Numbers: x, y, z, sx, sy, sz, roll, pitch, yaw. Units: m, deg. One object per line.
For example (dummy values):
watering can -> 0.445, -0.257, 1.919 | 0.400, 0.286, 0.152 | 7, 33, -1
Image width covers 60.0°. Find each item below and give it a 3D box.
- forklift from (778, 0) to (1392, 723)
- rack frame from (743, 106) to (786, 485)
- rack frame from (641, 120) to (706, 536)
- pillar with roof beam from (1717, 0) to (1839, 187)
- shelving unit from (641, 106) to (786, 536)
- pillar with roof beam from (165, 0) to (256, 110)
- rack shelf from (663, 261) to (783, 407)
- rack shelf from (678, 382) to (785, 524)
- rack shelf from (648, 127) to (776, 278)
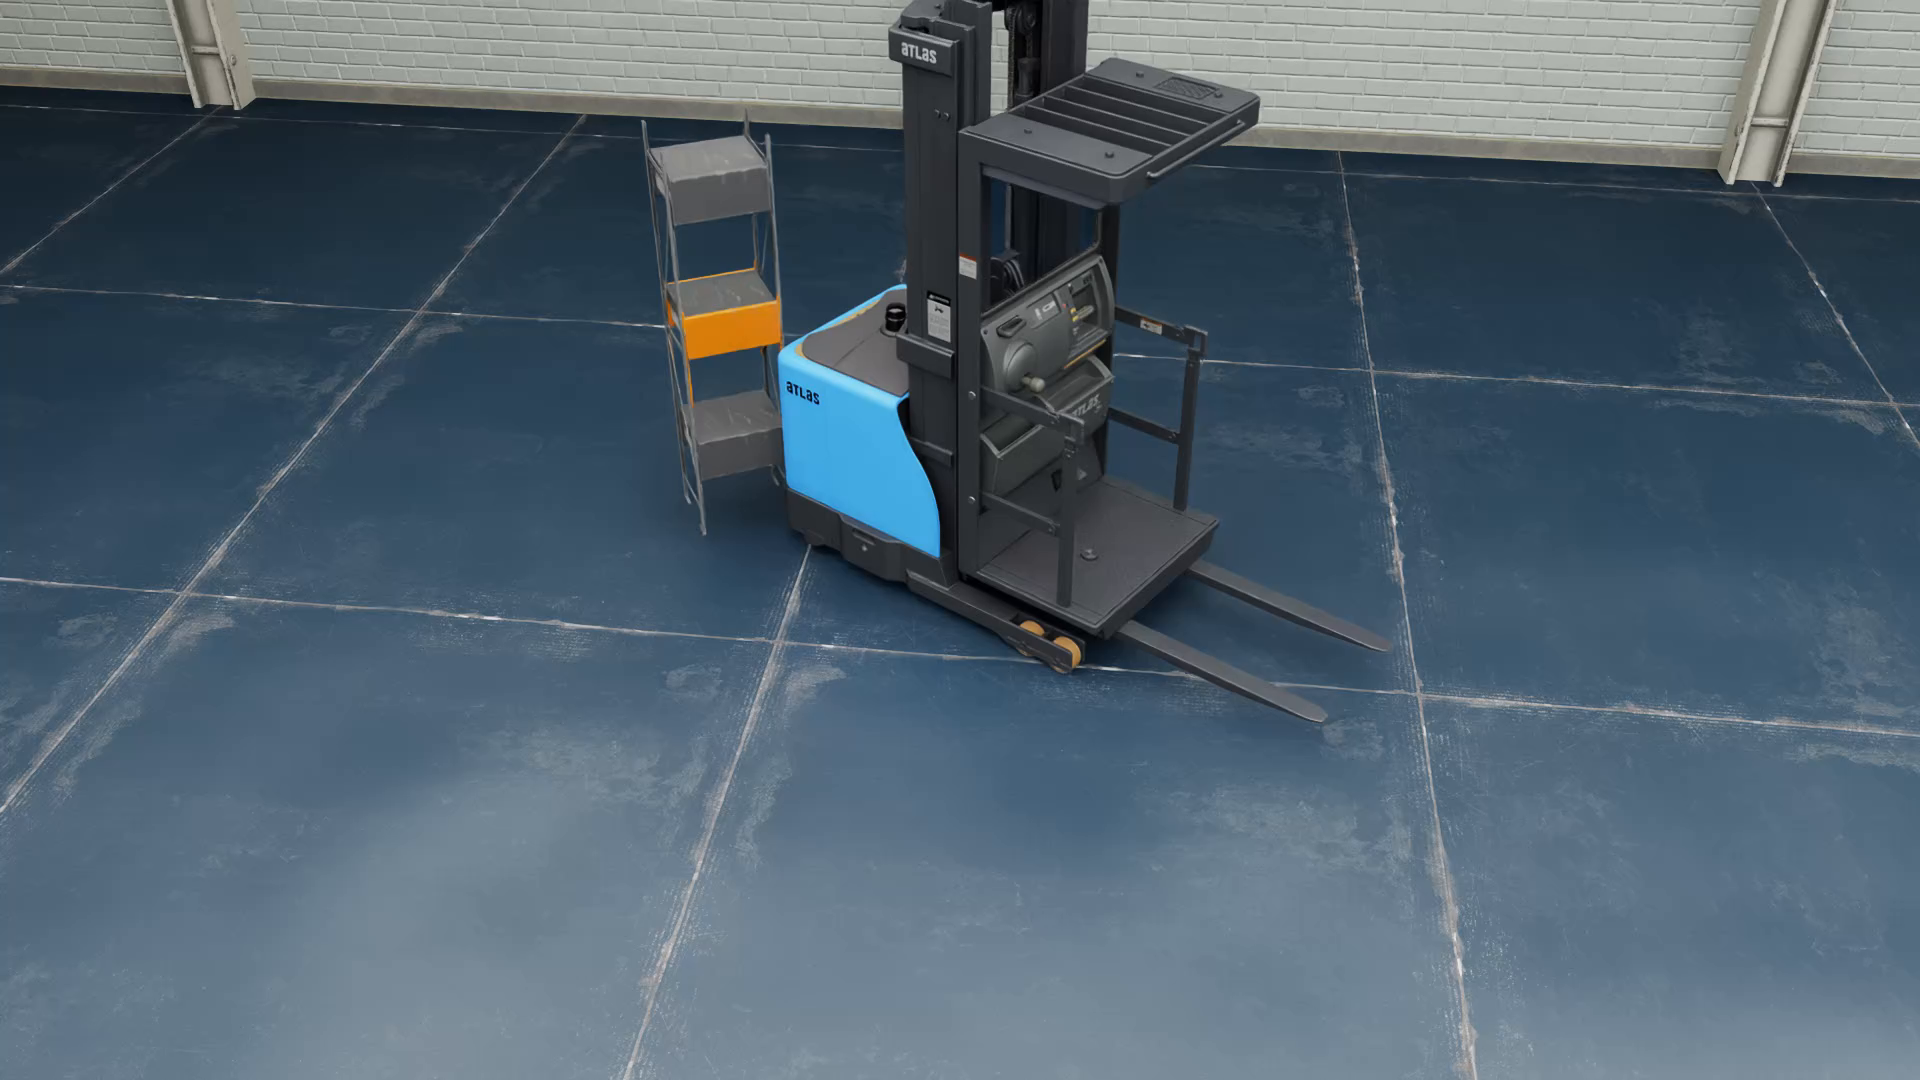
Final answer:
forklift -> 0.569, -0.925, 7.380 | 3.031, 2.935, 1.130 | 25, 42, 30
rack frame -> -0.947, -1.092, 8.329 | 0.015, 2.100, 0.400 | -13, 38, -18
rack frame -> -1.400, -0.986, 8.181 | 0.015, 2.100, 0.400 | -13, 38, -18
pillar with roof beam -> 5.332, -3.891, 6.313 | 0.400, 9.000, 9.100 | 4, 36, 6
shelving unit -> -1.173, -1.039, 8.255 | 0.503, 2.100, 0.431 | -13, 38, -18
pillar with roof beam -> -6.570, -4.779, 7.557 | 0.400, 9.000, 9.100 | 4, 36, 6
rack shelf -> -1.173, -1.028, 8.263 | 0.480, 0.518, 0.431 | -13, 38, -18
rack shelf -> -1.173, -0.458, 8.670 | 0.480, 0.518, 0.431 | -13, 38, -18
rack shelf -> -1.173, -1.597, 7.856 | 0.480, 0.518, 0.431 | -13, 38, -18
